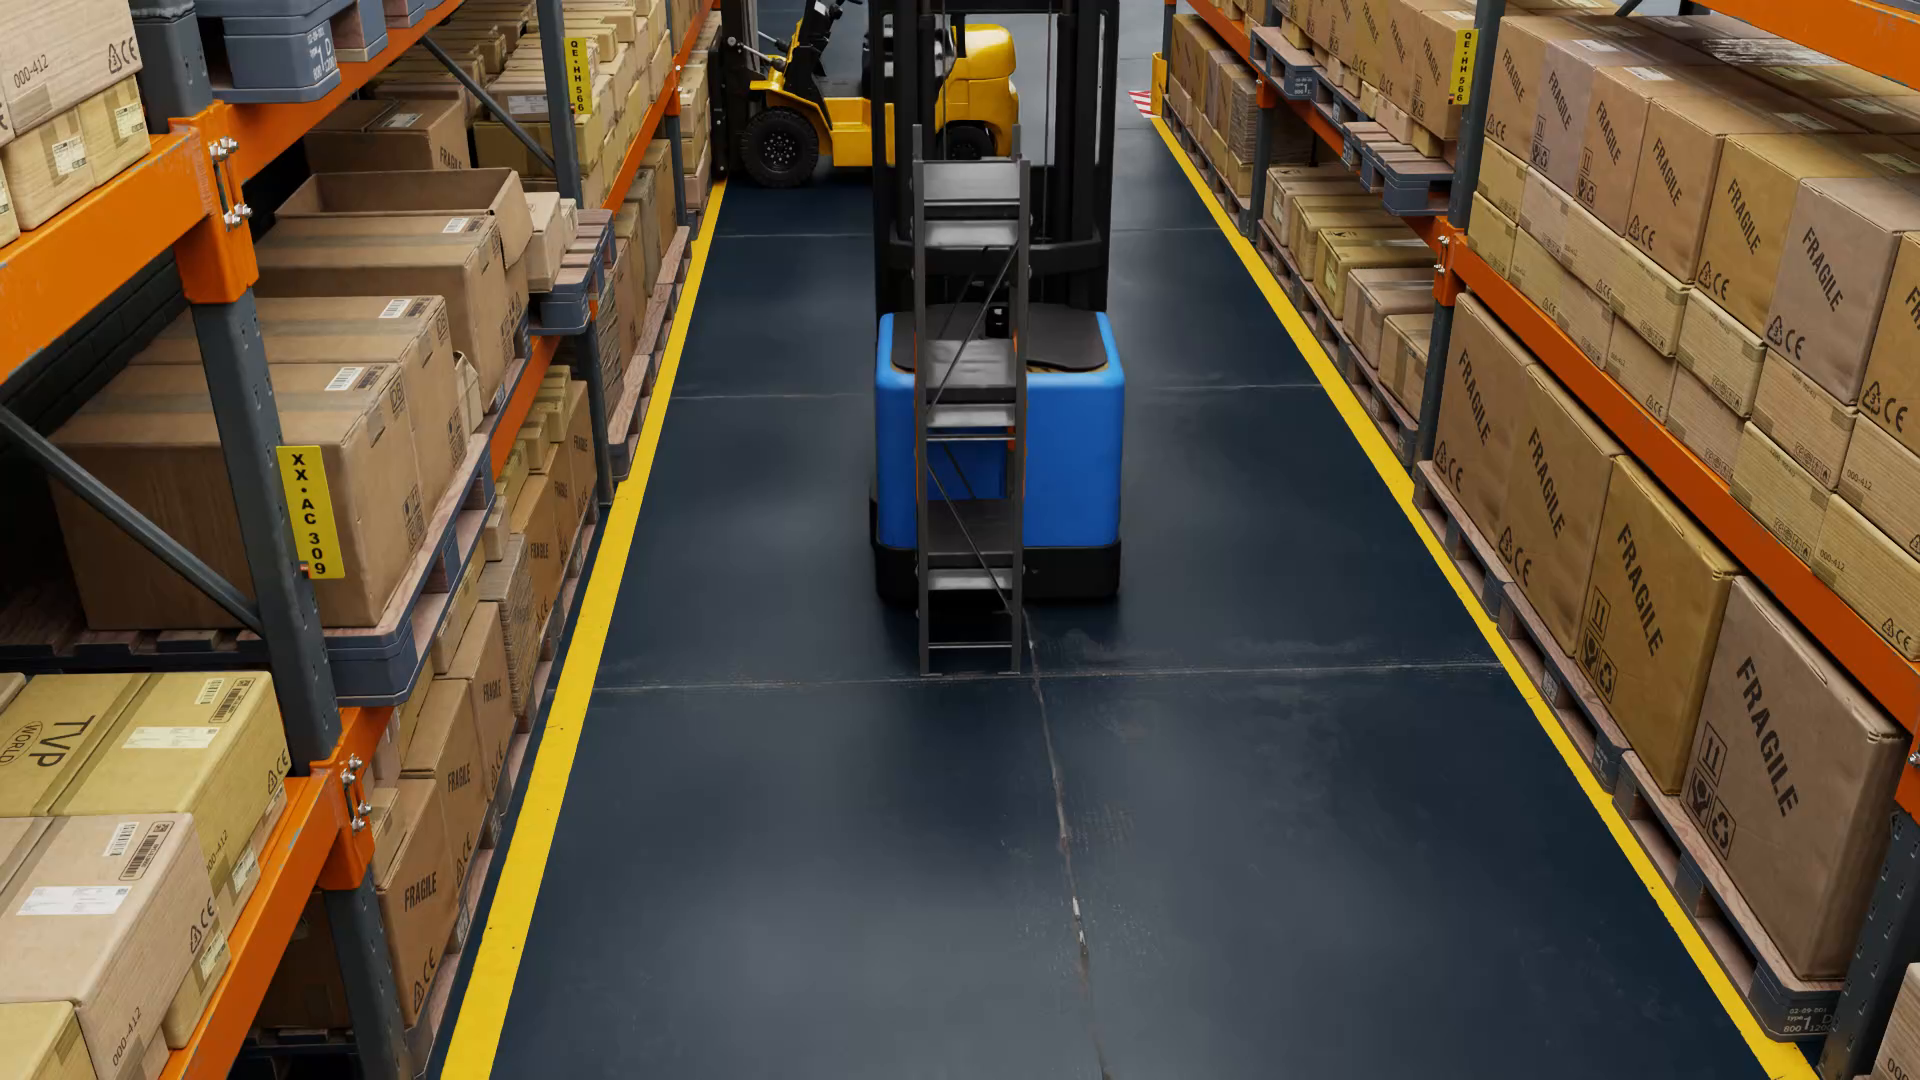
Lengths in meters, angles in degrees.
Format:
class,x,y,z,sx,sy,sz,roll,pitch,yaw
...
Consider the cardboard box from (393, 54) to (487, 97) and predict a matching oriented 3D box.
class,x,y,z,sx,sy,sz,roll,pitch,yaw
cardboard box,-2.488,-2.222,7.957,0.380,0.149,0.250,-1,28,-3

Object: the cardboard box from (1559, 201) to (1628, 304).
class,x,y,z,sx,sy,sz,roll,pitch,yaw
cardboard box,2.585,-1.073,6.185,0.500,0.250,0.500,-1,28,-3

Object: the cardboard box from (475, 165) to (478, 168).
class,x,y,z,sx,sy,sz,roll,pitch,yaw
cardboard box,-2.470,-1.640,7.813,0.500,0.250,0.500,-2,28,-4

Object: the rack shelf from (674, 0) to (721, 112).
class,x,y,z,sx,sy,sz,roll,pitch,yaw
rack shelf,-2.504,-3.957,12.871,1.077,0.370,4.000,-1,28,-3

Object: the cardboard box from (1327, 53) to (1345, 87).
class,x,y,z,sx,sy,sz,roll,pitch,yaw
cardboard box,2.311,-2.683,9.469,0.380,0.149,0.250,0,28,-1

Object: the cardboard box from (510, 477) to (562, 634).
class,x,y,z,sx,sy,sz,roll,pitch,yaw
cardboard box,-1.908,0.080,6.602,0.500,0.500,0.500,0,28,0

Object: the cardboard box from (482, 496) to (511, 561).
class,x,y,z,sx,sy,sz,roll,pitch,yaw
cardboard box,-1.871,-0.036,6.122,0.380,0.149,0.250,-3,28,-5

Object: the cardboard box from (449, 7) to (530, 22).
class,x,y,z,sx,sy,sz,roll,pitch,yaw
cardboard box,-2.562,-2.812,9.088,0.380,0.149,0.250,-1,28,-2

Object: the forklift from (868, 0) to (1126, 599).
class,x,y,z,sx,sy,sz,roll,pitch,yaw
forklift,0.142,-1.688,7.818,1.130,2.935,3.031,0,28,-1

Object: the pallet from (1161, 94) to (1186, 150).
class,x,y,z,sx,sy,sz,roll,pitch,yaw
pallet,2.359,-3.674,14.566,1.003,0.211,1.213,-1,28,-3

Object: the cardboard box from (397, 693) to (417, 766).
class,x,y,z,sx,sy,sz,roll,pitch,yaw
cardboard box,-1.851,0.560,4.980,0.380,0.149,0.250,-3,28,-5

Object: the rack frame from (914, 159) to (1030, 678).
class,x,y,z,sx,sy,sz,roll,pitch,yaw
rack frame,0.041,-0.378,6.204,0.400,2.100,0.015,-1,28,-2

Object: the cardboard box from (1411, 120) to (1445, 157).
class,x,y,z,sx,sy,sz,roll,pitch,yaw
cardboard box,2.428,-1.969,8.100,0.380,0.149,0.250,-1,28,-2

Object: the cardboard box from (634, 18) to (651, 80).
class,x,y,z,sx,sy,sz,roll,pitch,yaw
cardboard box,-2.064,-2.813,9.522,0.500,0.250,0.500,-1,28,-2

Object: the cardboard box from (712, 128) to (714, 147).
class,x,y,z,sx,sy,sz,roll,pitch,yaw
cardboard box,-2.185,-3.257,13.270,0.500,0.250,0.500,-1,28,-1

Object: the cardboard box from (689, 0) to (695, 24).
class,x,y,z,sx,sy,sz,roll,pitch,yaw
cardboard box,-2.233,-4.082,12.225,0.500,0.500,0.500,-2,28,-3

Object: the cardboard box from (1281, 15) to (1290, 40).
class,x,y,z,sx,sy,sz,roll,pitch,yaw
cardboard box,2.270,-3.286,10.624,0.380,0.149,0.250,-1,28,-2

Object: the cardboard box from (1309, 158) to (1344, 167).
class,x,y,z,sx,sy,sz,roll,pitch,yaw
cardboard box,2.796,-2.720,12.241,0.500,0.250,0.500,-3,28,-5

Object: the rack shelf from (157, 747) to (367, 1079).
class,x,y,z,sx,sy,sz,roll,pitch,yaw
rack shelf,-1.877,1.585,2.246,1.077,0.370,4.000,-1,28,-3

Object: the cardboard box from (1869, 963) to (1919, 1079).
class,x,y,z,sx,sy,sz,roll,pitch,yaw
cardboard box,2.900,1.463,4.018,0.875,0.438,0.875,-2,28,-3

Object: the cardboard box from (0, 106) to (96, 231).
class,x,y,z,sx,sy,sz,roll,pitch,yaw
cardboard box,-1.659,-0.604,2.693,0.380,0.149,0.250,-1,28,-3

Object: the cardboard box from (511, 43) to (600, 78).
class,x,y,z,sx,sy,sz,roll,pitch,yaw
cardboard box,-1.994,-2.353,8.209,0.380,0.149,0.250,-1,28,-2

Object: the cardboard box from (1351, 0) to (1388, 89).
class,x,y,z,sx,sy,sz,roll,pitch,yaw
cardboard box,2.399,-2.664,8.730,0.500,0.500,0.500,-3,28,-6

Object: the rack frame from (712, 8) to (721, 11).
class,x,y,z,sx,sy,sz,roll,pitch,yaw
rack frame,-2.609,-5.200,14.476,1.000,3.000,0.127,-1,28,-3

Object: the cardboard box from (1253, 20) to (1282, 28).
class,x,y,z,sx,sy,sz,roll,pitch,yaw
cardboard box,2.236,-3.504,11.496,0.380,0.149,0.250,-2,28,-3

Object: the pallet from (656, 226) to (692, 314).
class,x,y,z,sx,sy,sz,roll,pitch,yaw
pallet,-2.322,-1.777,10.928,1.003,0.211,1.213,-1,28,-3

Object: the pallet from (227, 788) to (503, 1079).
class,x,y,z,sx,sy,sz,roll,pitch,yaw
pallet,-2.062,1.204,5.214,1.003,0.211,1.213,-1,28,-3

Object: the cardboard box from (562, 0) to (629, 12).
class,x,y,z,sx,sy,sz,roll,pitch,yaw
cardboard box,-2.064,-2.943,9.339,0.380,0.149,0.250,-1,28,-2

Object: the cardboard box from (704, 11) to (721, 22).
class,x,y,z,sx,sy,sz,roll,pitch,yaw
cardboard box,-2.273,-4.405,14.390,0.500,0.250,0.500,0,28,-1

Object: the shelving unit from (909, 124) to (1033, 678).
class,x,y,z,sx,sy,sz,roll,pitch,yaw
shelving unit,0.033,-0.493,6.419,0.431,2.100,0.503,-1,28,-2

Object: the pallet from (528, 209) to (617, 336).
class,x,y,z,sx,sy,sz,roll,pitch,yaw
pallet,-2.085,-1.109,6.840,1.213,0.211,1.003,-1,28,-3

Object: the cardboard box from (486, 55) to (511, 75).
class,x,y,z,sx,sy,sz,roll,pitch,yaw
cardboard box,-2.544,-2.329,8.593,0.500,0.250,0.500,-2,28,-3

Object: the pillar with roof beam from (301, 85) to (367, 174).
class,x,y,z,sx,sy,sz,roll,pitch,yaw
pillar with roof beam,1.140,-4.849,7.317,9.100,9.000,0.400,-1,28,-3

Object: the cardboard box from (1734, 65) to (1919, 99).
class,x,y,z,sx,sy,sz,roll,pitch,yaw
cardboard box,3.108,-1.416,6.031,0.500,0.500,0.500,-1,28,-3

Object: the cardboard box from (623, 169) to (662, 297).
class,x,y,z,sx,sy,sz,roll,pitch,yaw
cardboard box,-2.328,-1.887,10.237,0.875,0.625,0.625,-2,28,-3

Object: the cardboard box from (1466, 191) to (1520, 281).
class,x,y,z,sx,sy,sz,roll,pitch,yaw
cardboard box,2.540,-1.328,7.215,0.500,0.250,0.500,-2,28,-4

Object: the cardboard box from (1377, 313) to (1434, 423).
class,x,y,z,sx,sy,sz,roll,pitch,yaw
cardboard box,2.746,-0.909,8.637,0.950,0.372,0.625,-3,28,-6

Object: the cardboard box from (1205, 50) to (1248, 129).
class,x,y,z,sx,sy,sz,roll,pitch,yaw
cardboard box,2.202,-3.511,12.946,0.500,0.500,0.500,0,28,0

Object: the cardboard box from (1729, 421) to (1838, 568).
class,x,y,z,sx,sy,sz,roll,pitch,yaw
cardboard box,2.674,-0.149,4.955,0.500,0.250,0.500,-2,28,-3

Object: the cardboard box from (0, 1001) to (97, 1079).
class,x,y,z,sx,sy,sz,roll,pitch,yaw
cardboard box,-1.658,0.968,2.492,0.500,0.250,0.500,-2,28,-3

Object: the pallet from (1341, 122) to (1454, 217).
class,x,y,z,sx,sy,sz,roll,pitch,yaw
pallet,2.622,-1.868,8.296,1.213,0.211,1.003,-1,28,-3

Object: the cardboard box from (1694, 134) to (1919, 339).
class,x,y,z,sx,sy,sz,roll,pitch,yaw
cardboard box,2.659,-0.941,5.121,0.500,0.500,0.500,-1,28,-1

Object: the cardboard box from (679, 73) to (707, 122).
class,x,y,z,sx,sy,sz,roll,pitch,yaw
cardboard box,-2.128,-3.230,12.138,0.500,0.250,0.500,-1,28,-3

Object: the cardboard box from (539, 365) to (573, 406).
class,x,y,z,sx,sy,sz,roll,pitch,yaw
cardboard box,-1.912,-0.649,7.298,0.380,0.149,0.250,-3,28,-5

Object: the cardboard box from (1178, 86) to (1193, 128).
class,x,y,z,sx,sy,sz,roll,pitch,yaw
cardboard box,2.133,-3.673,14.068,0.500,0.250,0.500,0,28,-1

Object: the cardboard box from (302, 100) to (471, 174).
class,x,y,z,sx,sy,sz,roll,pitch,yaw
cardboard box,-2.320,-1.494,6.809,0.500,0.500,0.500,0,28,0

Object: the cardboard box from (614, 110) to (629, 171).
class,x,y,z,sx,sy,sz,roll,pitch,yaw
cardboard box,-2.025,-2.120,8.733,0.500,0.250,0.500,-2,28,-4

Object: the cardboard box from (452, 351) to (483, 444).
class,x,y,z,sx,sy,sz,roll,pitch,yaw
cardboard box,-1.671,-0.435,5.032,0.396,0.266,0.258,0,28,0

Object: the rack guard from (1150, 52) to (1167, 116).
class,x,y,z,sx,sy,sz,roll,pitch,yaw
rack guard,2.352,-4.178,15.220,1.175,0.500,0.348,-1,28,-3

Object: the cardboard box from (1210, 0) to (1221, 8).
class,x,y,z,sx,sy,sz,roll,pitch,yaw
cardboard box,2.146,-4.210,12.849,0.380,0.149,0.250,-1,28,-2
